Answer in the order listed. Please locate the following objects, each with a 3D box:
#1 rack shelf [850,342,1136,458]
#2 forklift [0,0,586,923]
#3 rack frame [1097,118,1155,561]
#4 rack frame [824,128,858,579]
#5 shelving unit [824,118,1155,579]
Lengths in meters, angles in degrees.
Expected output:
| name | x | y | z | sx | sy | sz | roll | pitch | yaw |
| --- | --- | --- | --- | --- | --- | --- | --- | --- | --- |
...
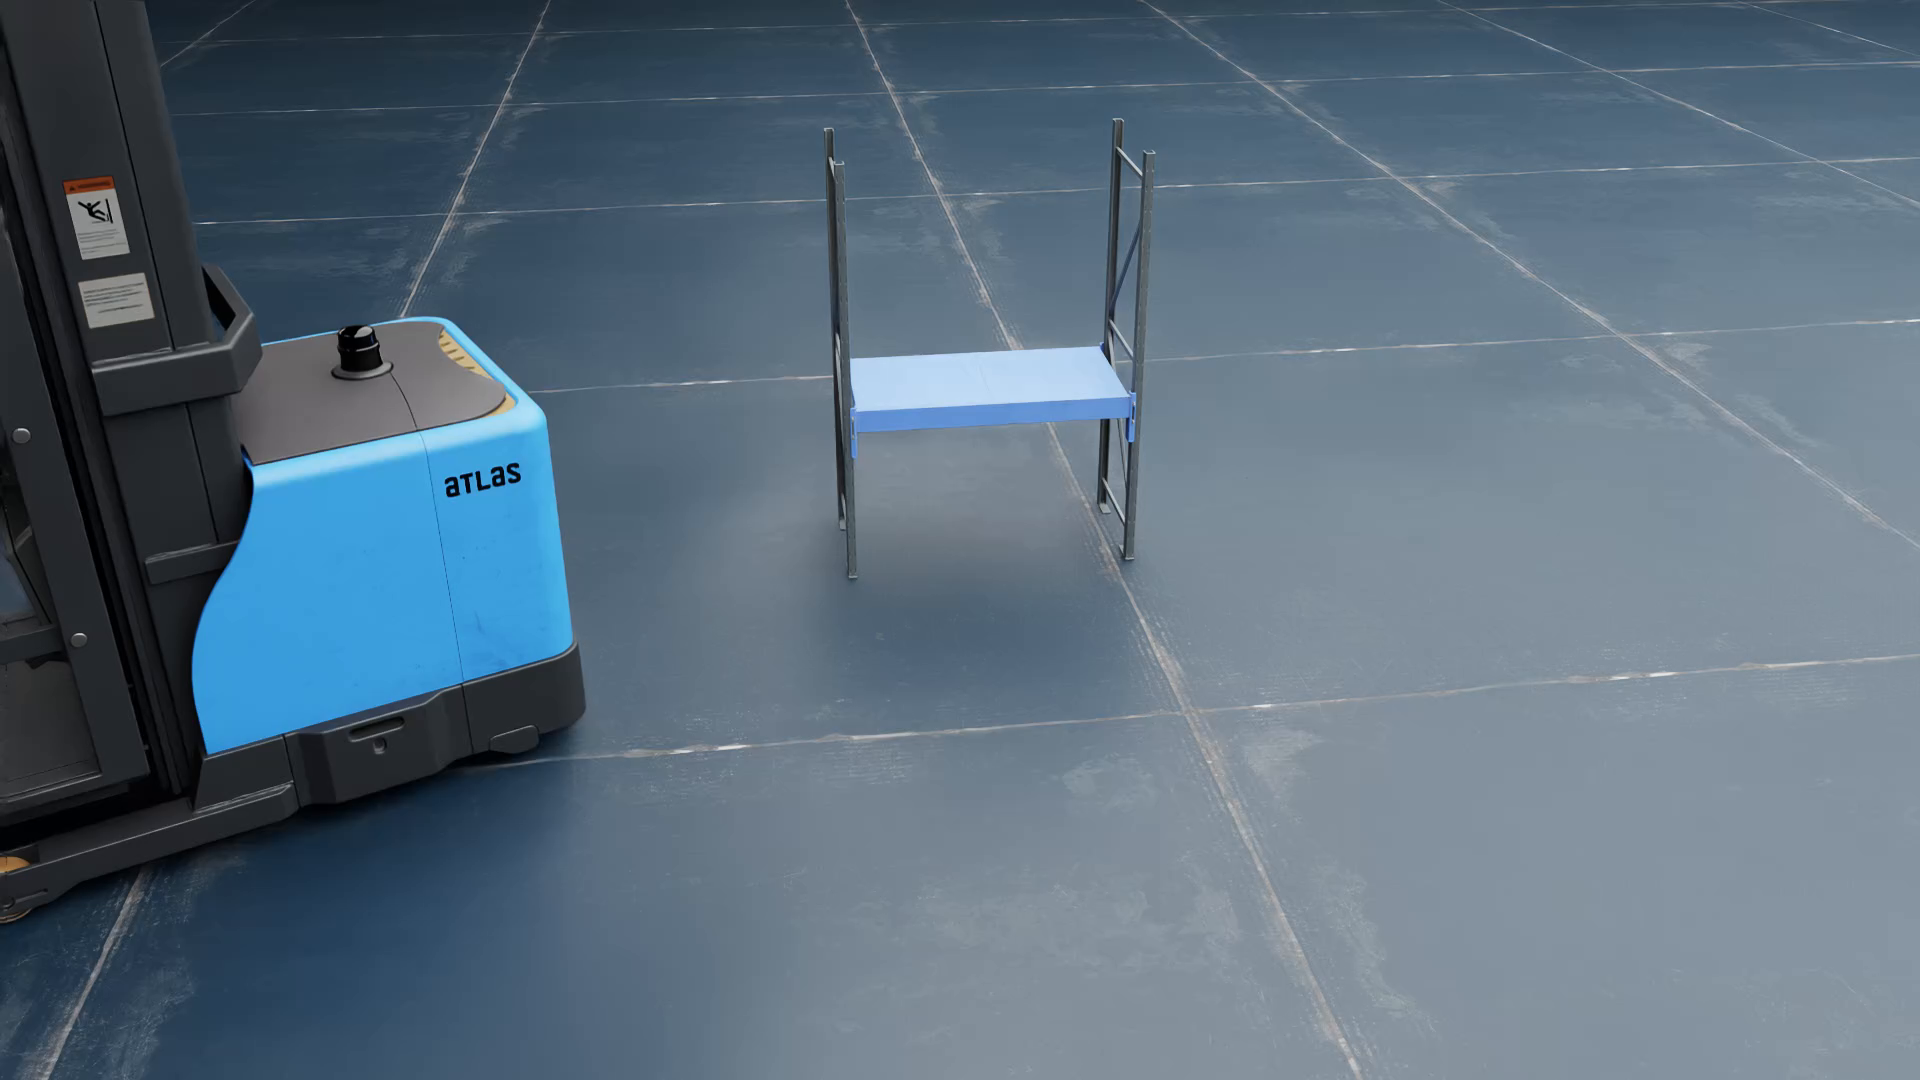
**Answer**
| name | x | y | z | sx | sy | sz | roll | pitch | yaw |
| --- | --- | --- | --- | --- | --- | --- | --- | --- | --- |
| rack shelf | 0.084 | -0.513 | 6.000 | 1.000 | 0.185 | 0.538 | -4 | 27 | -7 |
| forklift | -2.667 | -0.541 | 4.094 | 3.031 | 2.935 | 1.130 | -16 | 31 | -28 |
| rack frame | 0.588 | -0.705 | 5.981 | 0.032 | 1.500 | 0.500 | -4 | 27 | -7 |
| rack frame | -0.419 | -0.640 | 5.855 | 0.032 | 1.500 | 0.500 | -4 | 27 | -7 |
| shelving unit | 0.084 | -0.673 | 5.918 | 1.048 | 1.500 | 0.538 | -4 | 27 | -7 |
